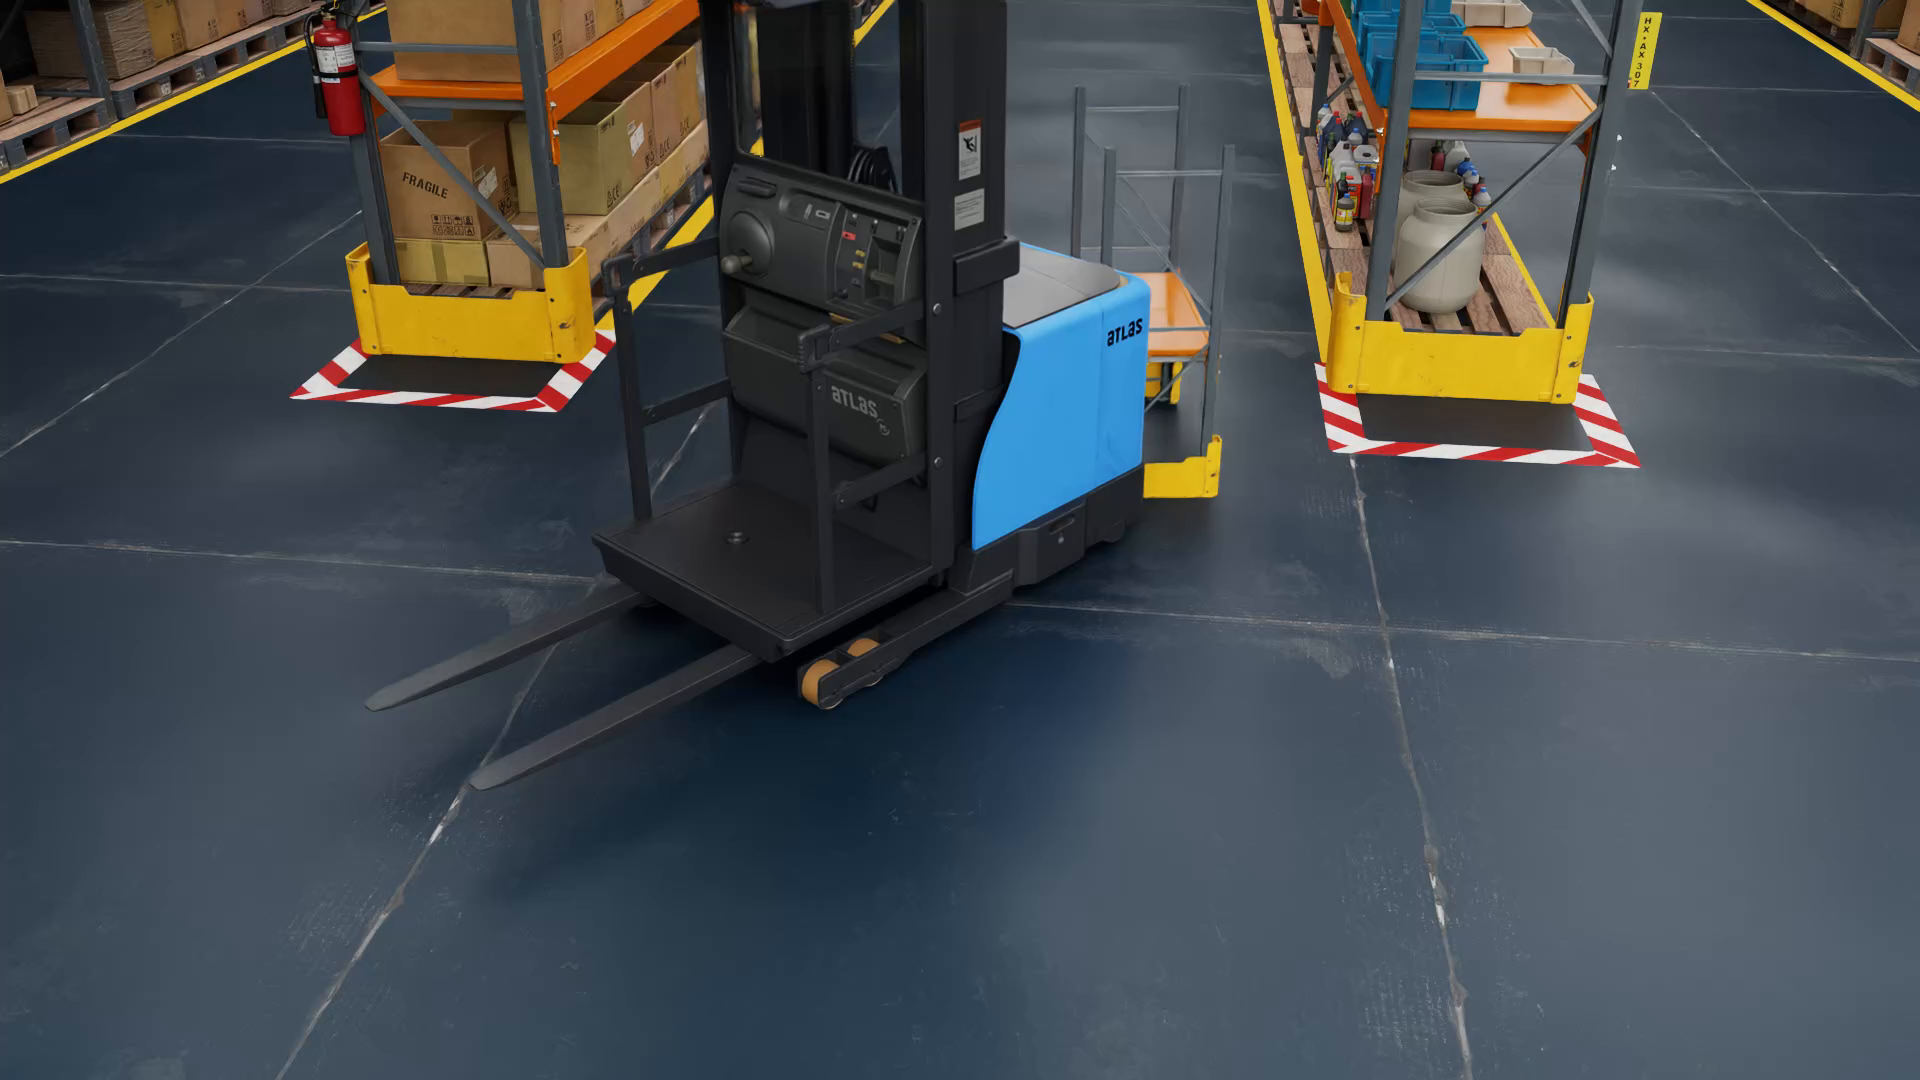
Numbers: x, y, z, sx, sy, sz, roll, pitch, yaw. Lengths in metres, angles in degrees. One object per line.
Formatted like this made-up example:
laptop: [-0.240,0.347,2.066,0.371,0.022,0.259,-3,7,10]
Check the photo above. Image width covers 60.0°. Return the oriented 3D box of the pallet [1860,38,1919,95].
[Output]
pallet: [8.232,-3.928,13.818,1.003,0.211,1.213,3,28,6]

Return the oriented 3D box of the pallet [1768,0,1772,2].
pallet: [8.799,-5.811,17.313,1.003,0.211,1.213,3,28,6]

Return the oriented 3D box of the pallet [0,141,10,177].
pallet: [-7.103,-2.382,10.949,1.003,0.211,1.213,3,28,6]

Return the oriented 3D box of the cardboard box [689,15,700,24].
cardboard box: [-2.170,-3.891,12.676,0.500,0.311,0.500,4,29,8]

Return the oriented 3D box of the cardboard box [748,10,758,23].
cardboard box: [-1.628,-3.854,12.607,0.500,0.311,0.500,3,28,6]

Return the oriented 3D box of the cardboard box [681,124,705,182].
cardboard box: [-1.950,-2.490,10.666,0.500,0.250,0.500,3,28,6]

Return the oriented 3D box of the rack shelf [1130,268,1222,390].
rack shelf: [0.783,-0.934,7.281,0.538,0.185,1.000,-1,28,-3]

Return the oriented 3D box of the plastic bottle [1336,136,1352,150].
plastic bottle: [2.409,-2.405,10.463,0.097,0.271,0.097,0,28,0]

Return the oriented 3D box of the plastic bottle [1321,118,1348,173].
plastic bottle: [2.389,-2.511,10.577,0.144,0.351,0.185,2,28,4]

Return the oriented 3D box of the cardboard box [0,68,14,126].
cardboard box: [-6.997,-3.106,11.525,0.500,0.500,0.500,1,28,2]

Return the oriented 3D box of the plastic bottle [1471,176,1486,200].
plastic bottle: [3.010,-1.984,9.670,0.061,0.283,0.133,4,29,7]

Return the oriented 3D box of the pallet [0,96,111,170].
pallet: [-6.956,-2.958,12.018,1.003,0.211,1.213,3,28,6]

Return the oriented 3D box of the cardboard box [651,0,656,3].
cardboard box: [-2.164,-3.568,10.105,0.700,0.500,0.500,4,29,7]

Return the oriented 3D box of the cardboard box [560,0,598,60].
cardboard box: [-2.353,-2.845,8.763,0.700,0.500,0.500,4,29,8]

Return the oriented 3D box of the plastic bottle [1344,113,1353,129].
plastic bottle: [2.542,-2.642,10.891,0.061,0.283,0.133,3,28,6]

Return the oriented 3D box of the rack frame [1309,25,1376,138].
rack frame: [2.923,-3.928,10.879,1.000,3.000,0.127,3,28,6]

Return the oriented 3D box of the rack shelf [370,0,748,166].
rack shelf: [-2.237,-2.960,9.839,1.077,0.370,4.000,3,28,6]

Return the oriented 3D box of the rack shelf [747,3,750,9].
rack shelf: [-1.747,-4.842,13.334,1.077,0.370,4.000,3,28,6]

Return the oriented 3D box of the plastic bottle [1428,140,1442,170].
plastic bottle: [2.962,-2.357,10.363,0.061,0.283,0.133,3,28,6]

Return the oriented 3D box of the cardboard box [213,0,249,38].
cardboard box: [-6.667,-4.667,14.421,0.700,0.500,0.500,3,28,6]

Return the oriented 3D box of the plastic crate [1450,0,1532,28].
plastic crate: [2.976,-3.033,9.495,0.530,0.136,0.437,3,28,6]

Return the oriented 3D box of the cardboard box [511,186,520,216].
cardboard box: [-2.661,-1.815,9.412,0.500,0.250,0.500,3,28,6]

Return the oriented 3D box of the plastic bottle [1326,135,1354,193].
plastic bottle: [2.337,-2.311,10.206,0.144,0.351,0.185,3,28,6]

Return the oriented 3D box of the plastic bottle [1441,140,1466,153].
plastic bottle: [3.067,-2.393,10.359,0.144,0.351,0.185,3,28,6]

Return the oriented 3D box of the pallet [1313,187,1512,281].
pallet: [2.653,-1.811,9.889,1.003,0.211,1.213,3,28,6]

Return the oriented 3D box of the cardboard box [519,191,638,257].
cardboard box: [-2.138,-1.784,9.356,0.500,0.250,0.500,3,28,6]

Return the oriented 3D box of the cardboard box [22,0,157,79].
cardboard box: [-6.835,-3.944,13.081,0.700,0.500,0.500,4,29,8]

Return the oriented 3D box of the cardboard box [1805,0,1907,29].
cardboard box: [8.434,-5.096,14.844,1.225,0.875,0.875,2,28,4]

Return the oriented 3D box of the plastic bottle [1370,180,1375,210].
plastic bottle: [2.424,-2.081,9.936,0.097,0.201,0.097,0,28,0]

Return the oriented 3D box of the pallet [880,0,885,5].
pallet: [-1.221,-5.795,17.284,1.003,0.211,1.213,3,28,6]

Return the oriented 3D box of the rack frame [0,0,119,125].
rack frame: [-6.909,-4.504,11.947,1.000,3.000,0.127,3,28,6]

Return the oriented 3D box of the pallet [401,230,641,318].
pallet: [-2.430,-1.470,9.255,1.003,0.211,1.213,3,28,6]

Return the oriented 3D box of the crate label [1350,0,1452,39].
crate label: [2.390,-2.943,9.013,0.502,0.435,0.616,3,28,6]

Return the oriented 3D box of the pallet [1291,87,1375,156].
pallet: [2.981,-3.072,12.230,1.003,0.211,1.213,3,28,6]

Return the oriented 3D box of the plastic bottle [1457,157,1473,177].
plastic bottle: [3.044,-2.177,10.041,0.097,0.271,0.097,0,28,0]

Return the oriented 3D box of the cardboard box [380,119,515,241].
cardboard box: [-2.712,-1.909,8.797,0.500,0.500,0.500,3,28,6]

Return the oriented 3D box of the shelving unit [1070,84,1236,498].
shelving unit: [0.783,-1.096,7.204,0.587,1.500,1.083,-1,28,-3]

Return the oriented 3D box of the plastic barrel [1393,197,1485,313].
plastic barrel: [2.438,-1.449,8.457,0.421,0.512,0.421,0,28,0]

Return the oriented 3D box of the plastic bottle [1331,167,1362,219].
plastic bottle: [2.281,-2.047,9.794,0.152,0.276,0.135,4,29,7]

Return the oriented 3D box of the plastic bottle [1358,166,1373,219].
plastic bottle: [2.387,-2.044,9.782,0.061,0.283,0.133,3,28,6]

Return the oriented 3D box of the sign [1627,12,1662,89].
sign: [2.979,-2.133,7.255,0.100,0.325,0.005,3,28,6]

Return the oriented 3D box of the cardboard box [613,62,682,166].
cardboard box: [-2.010,-2.585,10.051,0.500,0.500,0.500,3,28,6]

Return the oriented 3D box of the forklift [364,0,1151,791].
forklift: [-0.628,-0.987,5.491,1.130,2.935,3.031,24,36,37]

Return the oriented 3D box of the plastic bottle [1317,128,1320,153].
plastic bottle: [2.424,-2.670,11.029,0.097,0.201,0.097,0,28,0]

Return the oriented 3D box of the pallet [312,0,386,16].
pallet: [-6.248,-5.526,16.784,1.003,0.211,1.213,3,28,6]
